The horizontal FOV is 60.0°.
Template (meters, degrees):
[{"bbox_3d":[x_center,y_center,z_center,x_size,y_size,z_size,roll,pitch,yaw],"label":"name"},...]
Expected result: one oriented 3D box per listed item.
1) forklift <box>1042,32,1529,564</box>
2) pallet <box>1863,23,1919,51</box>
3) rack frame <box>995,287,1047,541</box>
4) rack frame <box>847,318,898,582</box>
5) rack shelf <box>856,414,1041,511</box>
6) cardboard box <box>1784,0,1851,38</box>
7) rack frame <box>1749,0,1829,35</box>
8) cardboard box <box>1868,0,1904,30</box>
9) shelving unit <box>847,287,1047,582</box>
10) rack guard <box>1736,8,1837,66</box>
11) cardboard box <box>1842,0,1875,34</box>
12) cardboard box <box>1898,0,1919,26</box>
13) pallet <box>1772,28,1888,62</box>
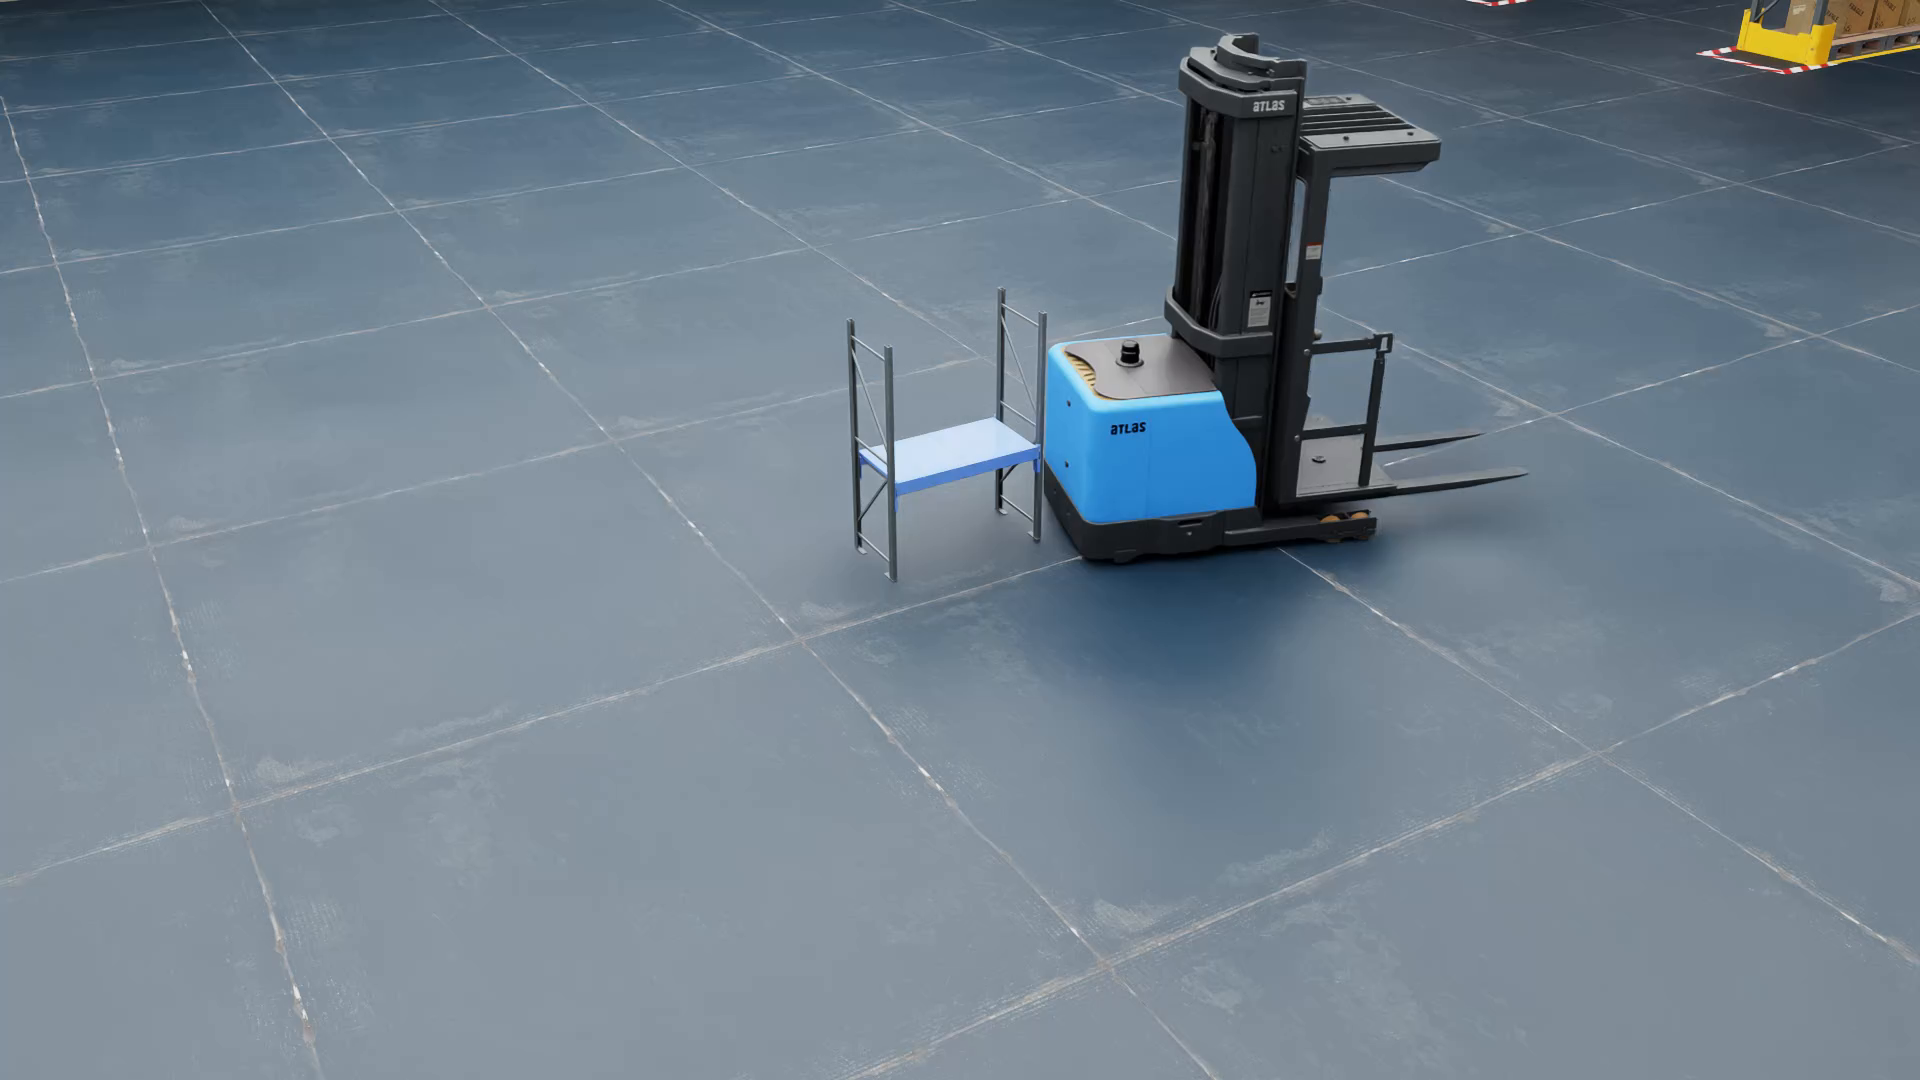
[{"bbox_3d":[2.106,-1.506,10.044,3.031,2.935,1.130,-7,30,-12],"label":"forklift"},{"bbox_3d":[12.586,-6.954,22.731,1.213,0.211,1.003,-16,33,-26],"label":"pallet"},{"bbox_3d":[0.365,-0.760,10.173,0.032,1.500,0.500,-16,33,-26],"label":"rack frame"},{"bbox_3d":[-0.512,-0.511,9.723,0.032,1.500,0.500,-16,33,-26],"label":"rack frame"},{"bbox_3d":[-0.074,-0.478,10.035,1.000,0.185,0.538,-16,33,-26],"label":"rack shelf"},{"bbox_3d":[11.298,-6.911,21.919,0.500,0.500,0.500,-10,30,-17],"label":"cardboard box"},{"bbox_3d":[10.751,-7.676,21.152,0.127,3.000,1.000,-16,33,-26],"label":"rack frame"},{"bbox_3d":[12.346,-7.217,22.474,0.500,0.500,0.500,-13,31,-22],"label":"cardboard box"},{"bbox_3d":[-0.074,-0.636,9.948,1.048,1.500,0.538,-16,33,-26],"label":"shelving unit"},{"bbox_3d":[10.817,-6.600,21.790,0.348,0.500,1.175,-16,33,-26],"label":"rack guard"},{"bbox_3d":[11.796,-7.072,22.210,0.500,0.500,0.500,-8,30,-13],"label":"cardboard box"},{"bbox_3d":[12.849,-7.335,22.687,0.500,0.500,0.500,-19,34,-31],"label":"cardboard box"},{"bbox_3d":[11.535,-6.658,22.193,1.213,0.211,1.003,-16,33,-26],"label":"pallet"}]
